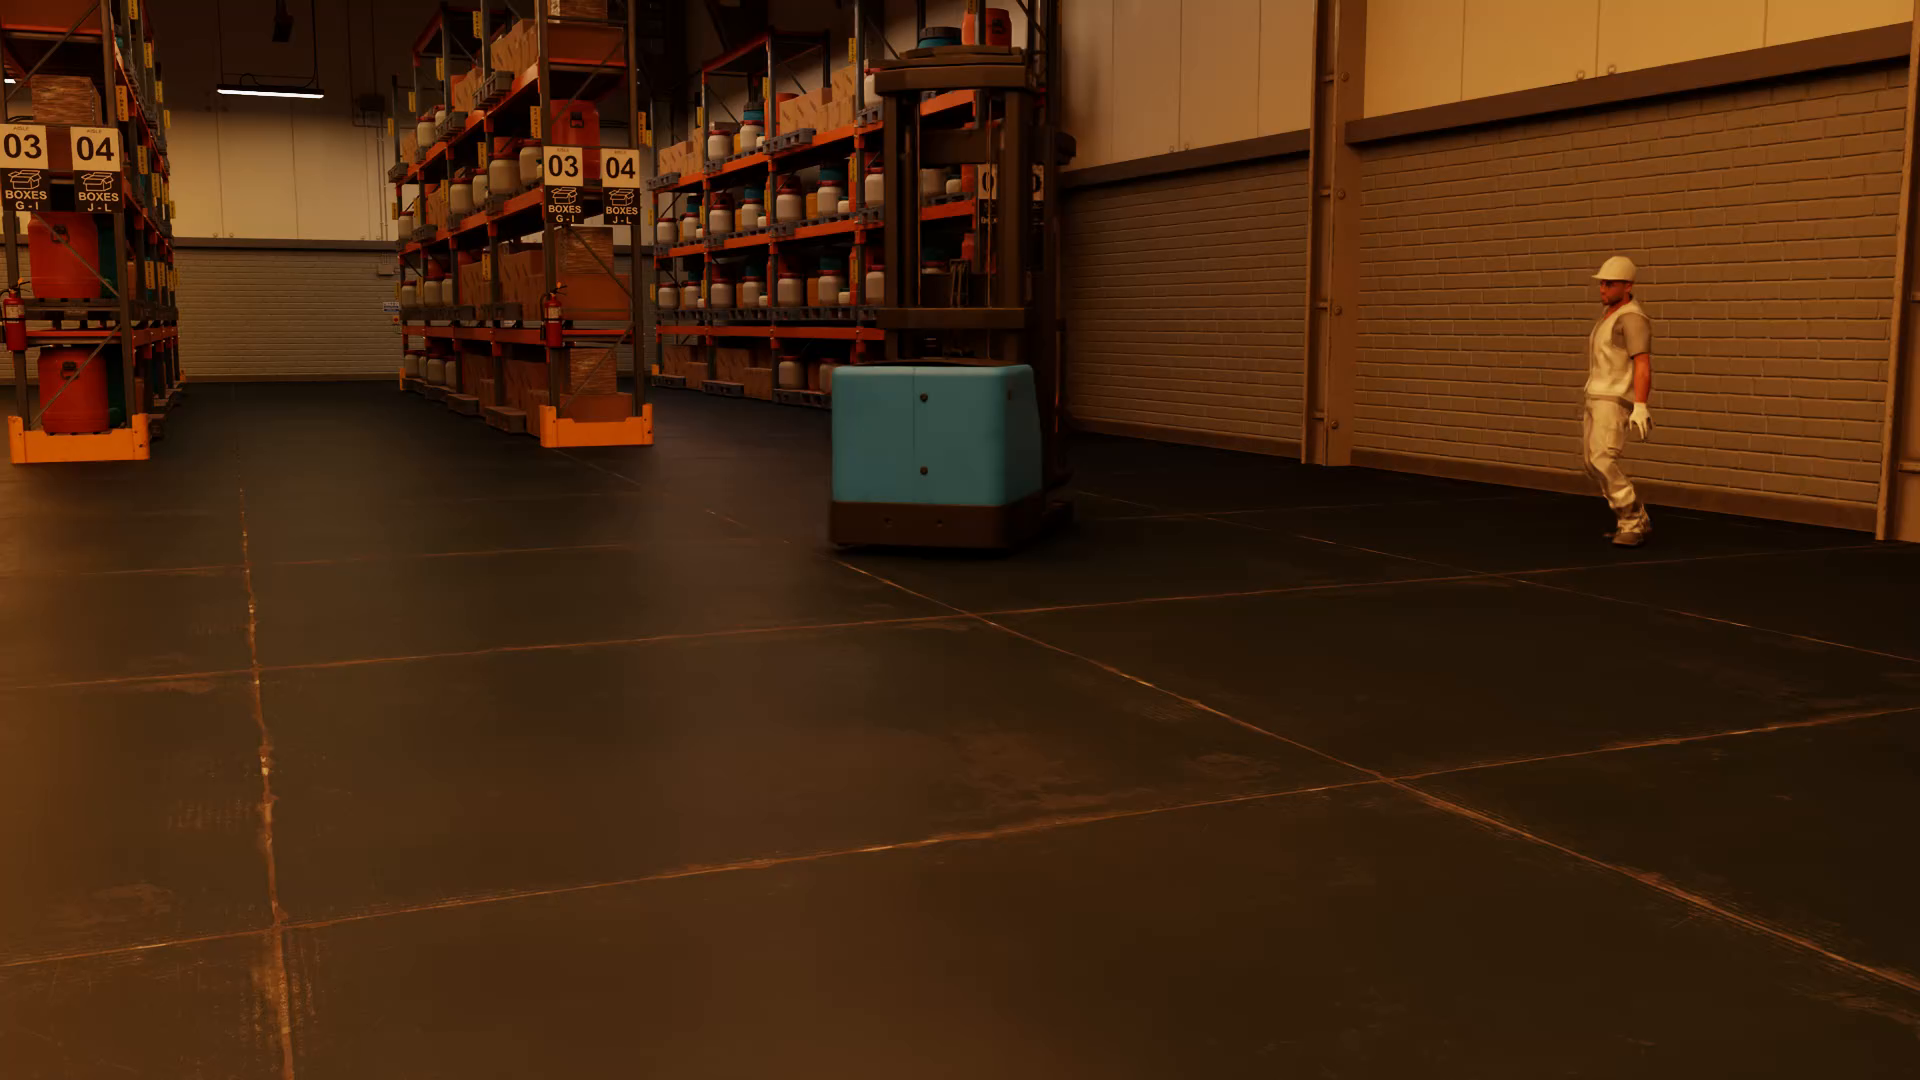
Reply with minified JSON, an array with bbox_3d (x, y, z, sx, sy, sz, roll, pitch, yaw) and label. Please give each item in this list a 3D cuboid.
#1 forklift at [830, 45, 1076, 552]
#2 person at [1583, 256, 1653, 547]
[{"bbox_3d":[0.121,-1.538,10.604,1.130,2.935,3.031,2,8,14],"label":"forklift"},{"bbox_3d":[4.028,-0.838,10.122,0.502,1.744,0.892,1,8,7],"label":"person"}]
